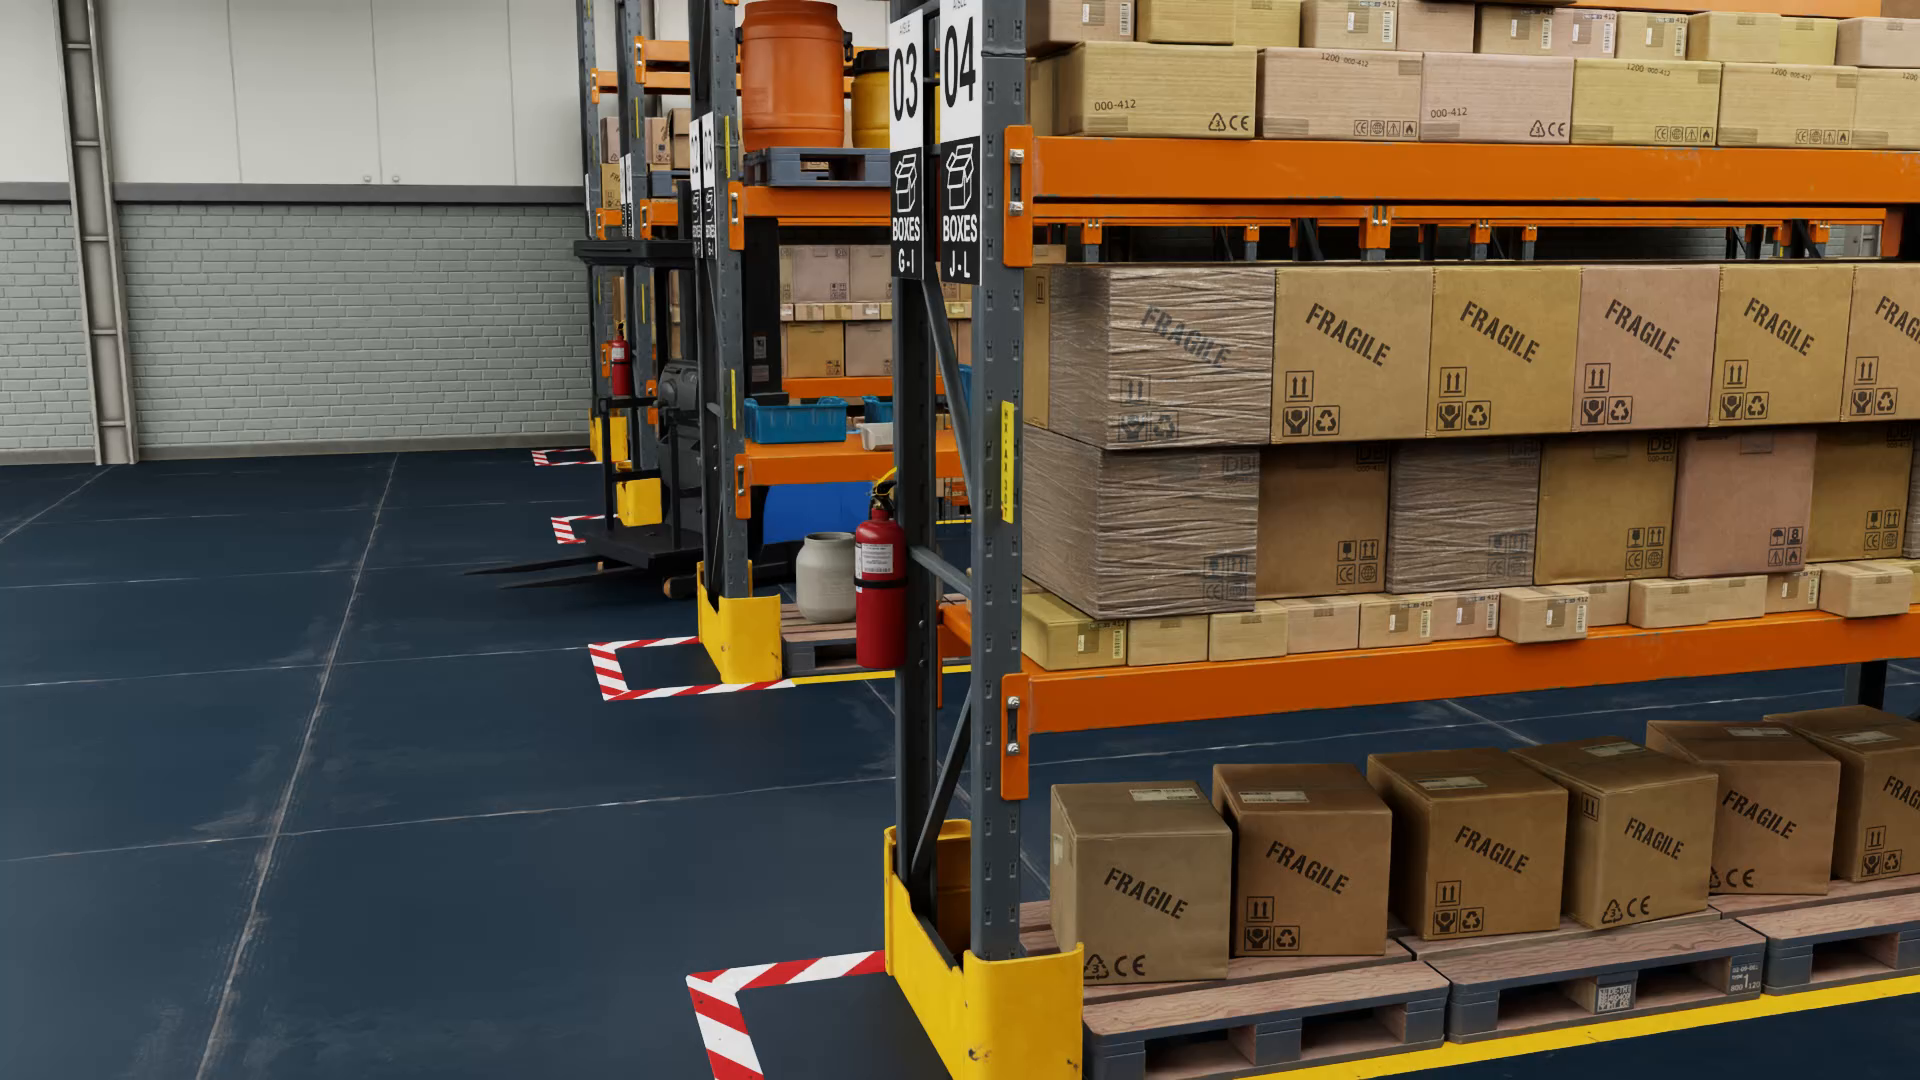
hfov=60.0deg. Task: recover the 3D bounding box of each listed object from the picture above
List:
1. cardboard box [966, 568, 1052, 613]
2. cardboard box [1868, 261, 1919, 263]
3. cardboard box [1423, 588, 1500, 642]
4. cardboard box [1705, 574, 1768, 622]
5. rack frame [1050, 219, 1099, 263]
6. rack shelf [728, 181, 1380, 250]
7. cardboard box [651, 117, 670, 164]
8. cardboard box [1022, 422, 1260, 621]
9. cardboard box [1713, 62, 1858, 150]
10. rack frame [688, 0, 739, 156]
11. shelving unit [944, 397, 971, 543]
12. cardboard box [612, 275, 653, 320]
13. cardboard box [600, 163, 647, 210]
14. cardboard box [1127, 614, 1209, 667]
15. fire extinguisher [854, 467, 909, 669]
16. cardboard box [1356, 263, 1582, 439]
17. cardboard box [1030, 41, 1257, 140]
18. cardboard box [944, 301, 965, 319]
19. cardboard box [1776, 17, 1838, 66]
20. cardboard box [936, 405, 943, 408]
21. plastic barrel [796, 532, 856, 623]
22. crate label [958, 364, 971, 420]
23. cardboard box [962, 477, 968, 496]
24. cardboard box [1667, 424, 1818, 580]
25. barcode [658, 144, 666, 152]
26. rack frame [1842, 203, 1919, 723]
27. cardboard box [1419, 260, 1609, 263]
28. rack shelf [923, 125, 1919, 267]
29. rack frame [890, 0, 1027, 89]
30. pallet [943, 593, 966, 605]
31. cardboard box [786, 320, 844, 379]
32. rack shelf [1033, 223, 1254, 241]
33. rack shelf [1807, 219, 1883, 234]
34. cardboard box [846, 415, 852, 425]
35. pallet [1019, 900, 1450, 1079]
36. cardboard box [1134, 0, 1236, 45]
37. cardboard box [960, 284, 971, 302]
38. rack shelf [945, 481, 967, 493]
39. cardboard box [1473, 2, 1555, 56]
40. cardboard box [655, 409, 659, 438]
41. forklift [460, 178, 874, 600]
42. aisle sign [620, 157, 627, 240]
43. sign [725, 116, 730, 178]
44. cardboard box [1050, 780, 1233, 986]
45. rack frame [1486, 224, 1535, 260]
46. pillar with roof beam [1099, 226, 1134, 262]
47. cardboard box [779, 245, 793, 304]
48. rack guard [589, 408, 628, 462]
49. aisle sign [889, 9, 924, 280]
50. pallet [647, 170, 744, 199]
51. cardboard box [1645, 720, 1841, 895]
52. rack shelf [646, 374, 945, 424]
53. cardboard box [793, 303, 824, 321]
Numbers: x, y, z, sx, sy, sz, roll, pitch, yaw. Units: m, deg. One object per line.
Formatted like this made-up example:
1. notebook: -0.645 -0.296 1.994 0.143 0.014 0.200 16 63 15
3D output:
1. cardboard box: 0.192 0.192 5.412 0.250 0.149 0.380 -3 11 -16
2. cardboard box: 3.462 -0.700 5.706 0.500 0.500 0.500 -3 11 -16
3. cardboard box: 1.515 0.205 5.342 0.250 0.149 0.380 -3 11 -16
4. cardboard box: 2.479 0.157 5.605 0.250 0.149 0.380 -3 11 -16
5. rack frame: 1.052 -1.806 15.571 0.127 3.000 1.000 -3 11 -16
6. rack shelf: 0.512 -1.965 10.136 4.000 0.370 1.077 -3 11 -16
7. cardboard box: -3.244 -4.484 18.742 0.500 0.500 0.500 -3 11 -17
8. cardboard box: 0.512 -0.100 5.205 0.500 0.500 0.875 -3 11 -16
9. cardboard box: 2.460 -1.365 5.307 0.500 0.250 0.500 -3 11 -16
10. rack frame: -1.408 -3.693 9.250 0.127 3.000 1.000 -3 11 -16
11. shelving unit: -0.014 -0.589 13.934 0.189 1.200 0.258 -3 11 -16
12. cardboard box: -3.784 -2.830 19.422 0.500 0.500 0.500 -3 11 -17
13. cardboard box: -3.786 -3.972 18.721 0.500 0.500 0.500 -3 11 -14
14. cardboard box: 0.562 0.260 5.043 0.250 0.149 0.380 -3 11 -16
15. fire extinguisher: -0.262 0.083 5.527 0.183 0.674 0.296 -3 11 -16
16. cardboard box: 1.542 -0.598 5.153 0.500 0.500 0.500 -3 11 -16
17. cardboard box: 0.511 -1.262 4.746 0.500 0.250 0.500 -3 11 -14
18. cardboard box: -0.127 -2.072 14.948 0.250 0.149 0.380 -3 11 -16
19. cardboard box: 2.561 -1.570 5.320 0.250 0.149 0.380 -3 11 -14
20. cardboard box: -0.441 -1.009 15.607 0.500 0.500 0.500 -3 11 -16
21. plastic barrel: -0.798 0.228 10.233 0.421 0.512 0.421 0 10 0
22. crate label: 0.284 -0.900 10.551 0.616 0.435 0.502 -3 11 -16
23. cardboard box: 0.185 -0.575 15.320 0.500 0.250 0.500 -3 11 -16
24. cardboard box: 2.426 -0.205 5.778 0.500 0.500 0.875 -3 11 -16
25. barcode: -2.634 -3.463 14.686 0.075 0.075 0.001 -3 11 -16
26. rack frame: 3.817 -0.084 6.216 0.127 3.000 1.000 -3 11 -16
27. cardboard box: 1.877 -0.714 5.782 0.500 0.500 0.500 -3 11 -16
28. rack shelf: 1.897 -1.104 5.459 4.000 0.370 1.077 -3 11 -16
29. rack frame: -0.024 -2.832 4.573 0.127 3.000 1.000 -3 11 -16
30. pallet: 0.602 0.516 10.661 1.213 0.211 1.003 -3 11 -16
31. cardboard box: -1.356 -1.726 14.859 0.500 0.500 0.700 -3 11 -16
32. rack shelf: 1.584 -3.889 20.591 4.000 0.370 1.077 -3 11 -16
33. rack shelf: 8.193 -2.370 12.335 4.000 0.370 1.077 -3 11 -16
34. cardboard box: -1.256 -0.868 14.841 0.500 0.500 0.500 -3 11 -16
35. pallet: 0.839 1.451 5.579 1.213 0.211 1.003 -3 11 -16
36. cardboard box: 0.581 -1.449 4.659 0.250 0.149 0.380 -3 11 -15
37. cardboard box: 0.142 -2.444 15.176 0.500 0.500 0.700 -3 11 -16
38. rack shelf: -0.014 -0.428 13.964 0.180 0.103 0.258 -3 11 -16
39. cardboard box: 1.564 -1.512 5.005 0.250 0.149 0.380 -4 11 -19
40. cardboard box: -3.488 -1.378 19.457 0.500 0.311 0.500 -4 11 -22
41. forklift: -2.108 -1.124 12.055 3.031 2.935 1.130 -9 13 -39
42. aisle sign: -2.934 -2.930 14.495 0.004 0.787 0.394 -3 11 -16
43. sign: -1.258 -2.126 9.000 0.005 0.325 0.100 -3 11 -16
44. cardboard box: 0.581 1.113 5.460 0.500 0.500 0.500 -1 10 -5
45. rack frame: 7.345 -3.072 22.447 0.127 3.000 1.000 -3 11 -16
46. pillar with roof beam: 3.217 -5.156 17.198 0.400 9.000 9.100 -3 11 -16
47. cardboard box: -1.783 -2.342 14.625 0.500 0.500 0.700 -3 11 -17
48. rack guard: -4.104 -1.239 19.395 0.348 0.500 1.175 -3 11 -16
49. aisle sign: -0.167 -1.209 5.147 0.004 0.787 0.394 -3 11 -16
50. pallet: -2.103 -3.066 14.378 1.213 0.211 1.003 -3 11 -16
51. cardboard box: 2.874 0.983 6.167 0.500 0.500 0.500 0 10 2
52. rack shelf: -0.869 -1.351 15.086 4.000 0.370 1.077 -3 11 -16
53. cardboard box: -1.361 -2.007 14.593 0.250 0.149 0.380 -3 11 -18
